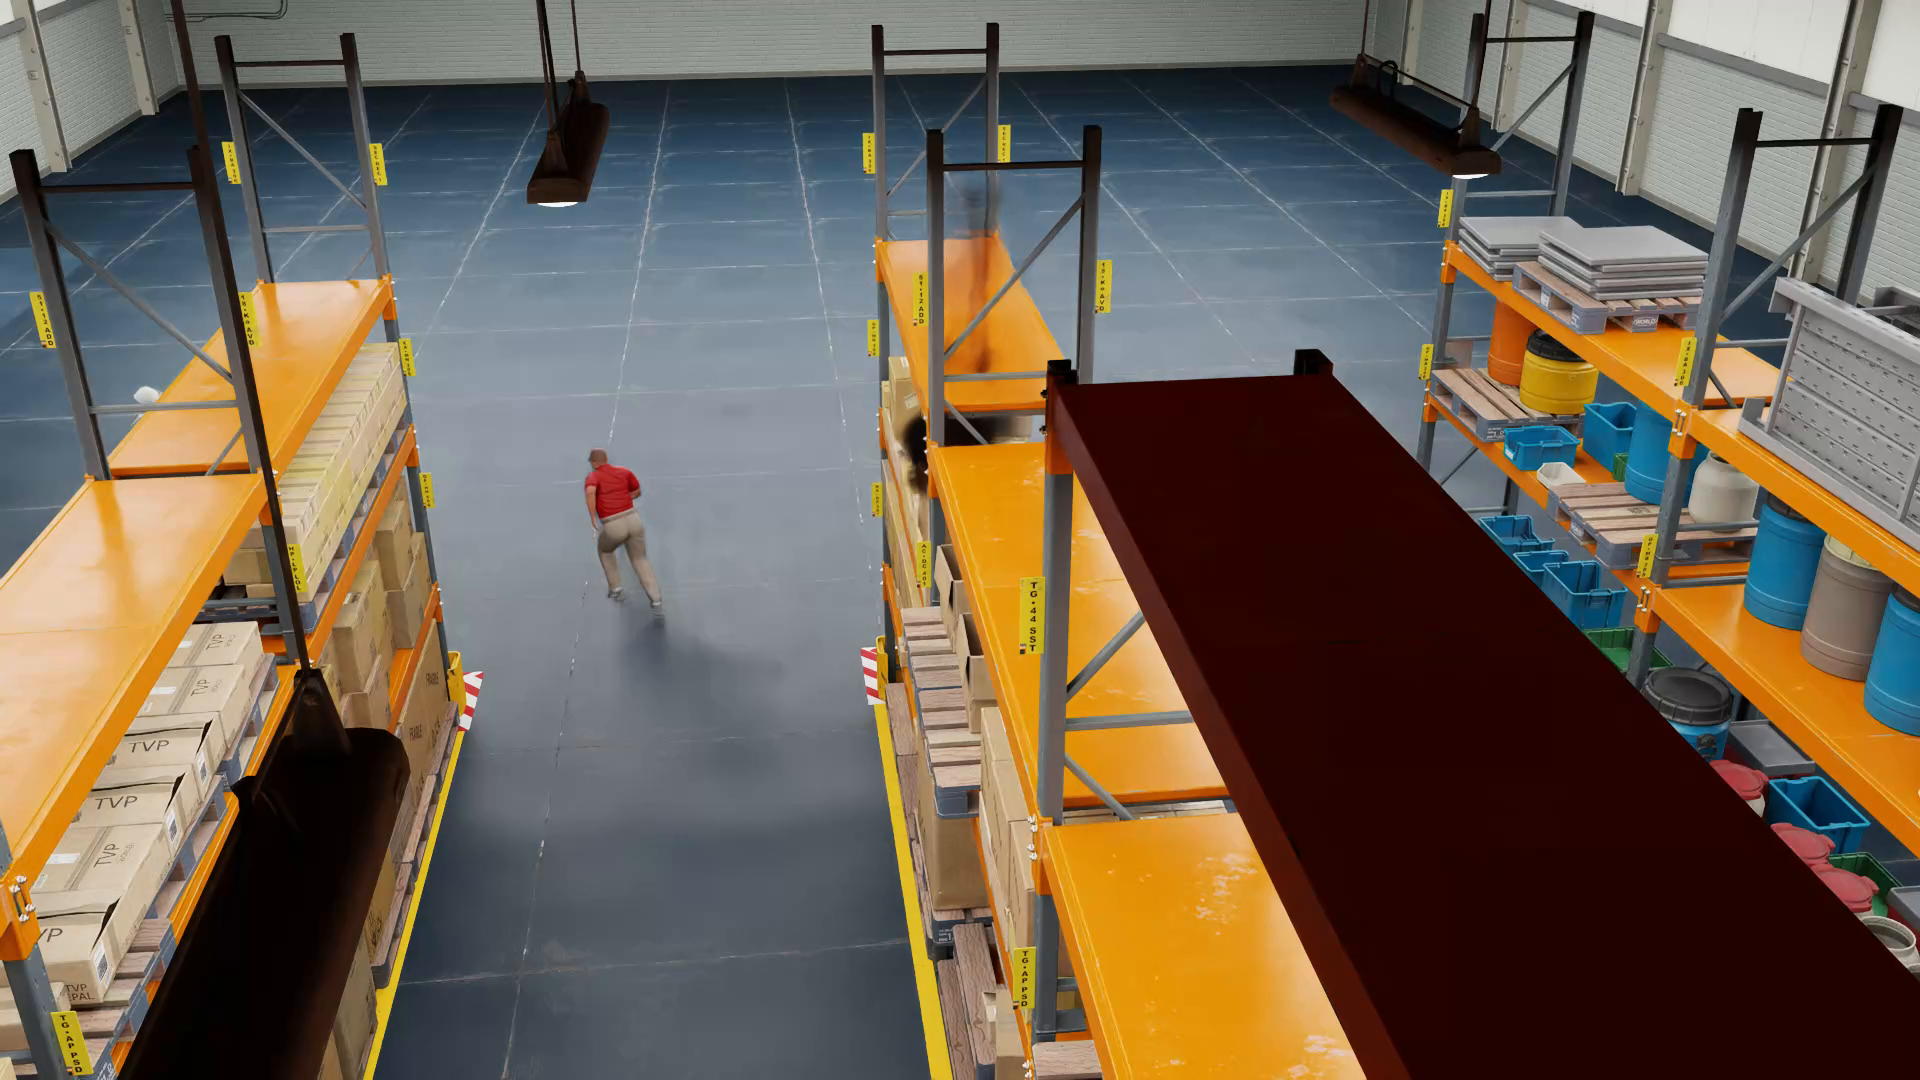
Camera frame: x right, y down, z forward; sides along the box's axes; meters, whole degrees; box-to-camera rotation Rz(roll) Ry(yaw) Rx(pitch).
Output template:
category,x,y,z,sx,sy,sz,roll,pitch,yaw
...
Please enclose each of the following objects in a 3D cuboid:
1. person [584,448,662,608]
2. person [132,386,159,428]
category,x,y,z,sx,sy,sz,roll,pitch,yaw
person,-3.395,-0.034,16.770,0.707,1.696,1.016,-22,33,-38
person,-8.745,-0.867,18.381,0.717,1.703,0.647,17,30,31
